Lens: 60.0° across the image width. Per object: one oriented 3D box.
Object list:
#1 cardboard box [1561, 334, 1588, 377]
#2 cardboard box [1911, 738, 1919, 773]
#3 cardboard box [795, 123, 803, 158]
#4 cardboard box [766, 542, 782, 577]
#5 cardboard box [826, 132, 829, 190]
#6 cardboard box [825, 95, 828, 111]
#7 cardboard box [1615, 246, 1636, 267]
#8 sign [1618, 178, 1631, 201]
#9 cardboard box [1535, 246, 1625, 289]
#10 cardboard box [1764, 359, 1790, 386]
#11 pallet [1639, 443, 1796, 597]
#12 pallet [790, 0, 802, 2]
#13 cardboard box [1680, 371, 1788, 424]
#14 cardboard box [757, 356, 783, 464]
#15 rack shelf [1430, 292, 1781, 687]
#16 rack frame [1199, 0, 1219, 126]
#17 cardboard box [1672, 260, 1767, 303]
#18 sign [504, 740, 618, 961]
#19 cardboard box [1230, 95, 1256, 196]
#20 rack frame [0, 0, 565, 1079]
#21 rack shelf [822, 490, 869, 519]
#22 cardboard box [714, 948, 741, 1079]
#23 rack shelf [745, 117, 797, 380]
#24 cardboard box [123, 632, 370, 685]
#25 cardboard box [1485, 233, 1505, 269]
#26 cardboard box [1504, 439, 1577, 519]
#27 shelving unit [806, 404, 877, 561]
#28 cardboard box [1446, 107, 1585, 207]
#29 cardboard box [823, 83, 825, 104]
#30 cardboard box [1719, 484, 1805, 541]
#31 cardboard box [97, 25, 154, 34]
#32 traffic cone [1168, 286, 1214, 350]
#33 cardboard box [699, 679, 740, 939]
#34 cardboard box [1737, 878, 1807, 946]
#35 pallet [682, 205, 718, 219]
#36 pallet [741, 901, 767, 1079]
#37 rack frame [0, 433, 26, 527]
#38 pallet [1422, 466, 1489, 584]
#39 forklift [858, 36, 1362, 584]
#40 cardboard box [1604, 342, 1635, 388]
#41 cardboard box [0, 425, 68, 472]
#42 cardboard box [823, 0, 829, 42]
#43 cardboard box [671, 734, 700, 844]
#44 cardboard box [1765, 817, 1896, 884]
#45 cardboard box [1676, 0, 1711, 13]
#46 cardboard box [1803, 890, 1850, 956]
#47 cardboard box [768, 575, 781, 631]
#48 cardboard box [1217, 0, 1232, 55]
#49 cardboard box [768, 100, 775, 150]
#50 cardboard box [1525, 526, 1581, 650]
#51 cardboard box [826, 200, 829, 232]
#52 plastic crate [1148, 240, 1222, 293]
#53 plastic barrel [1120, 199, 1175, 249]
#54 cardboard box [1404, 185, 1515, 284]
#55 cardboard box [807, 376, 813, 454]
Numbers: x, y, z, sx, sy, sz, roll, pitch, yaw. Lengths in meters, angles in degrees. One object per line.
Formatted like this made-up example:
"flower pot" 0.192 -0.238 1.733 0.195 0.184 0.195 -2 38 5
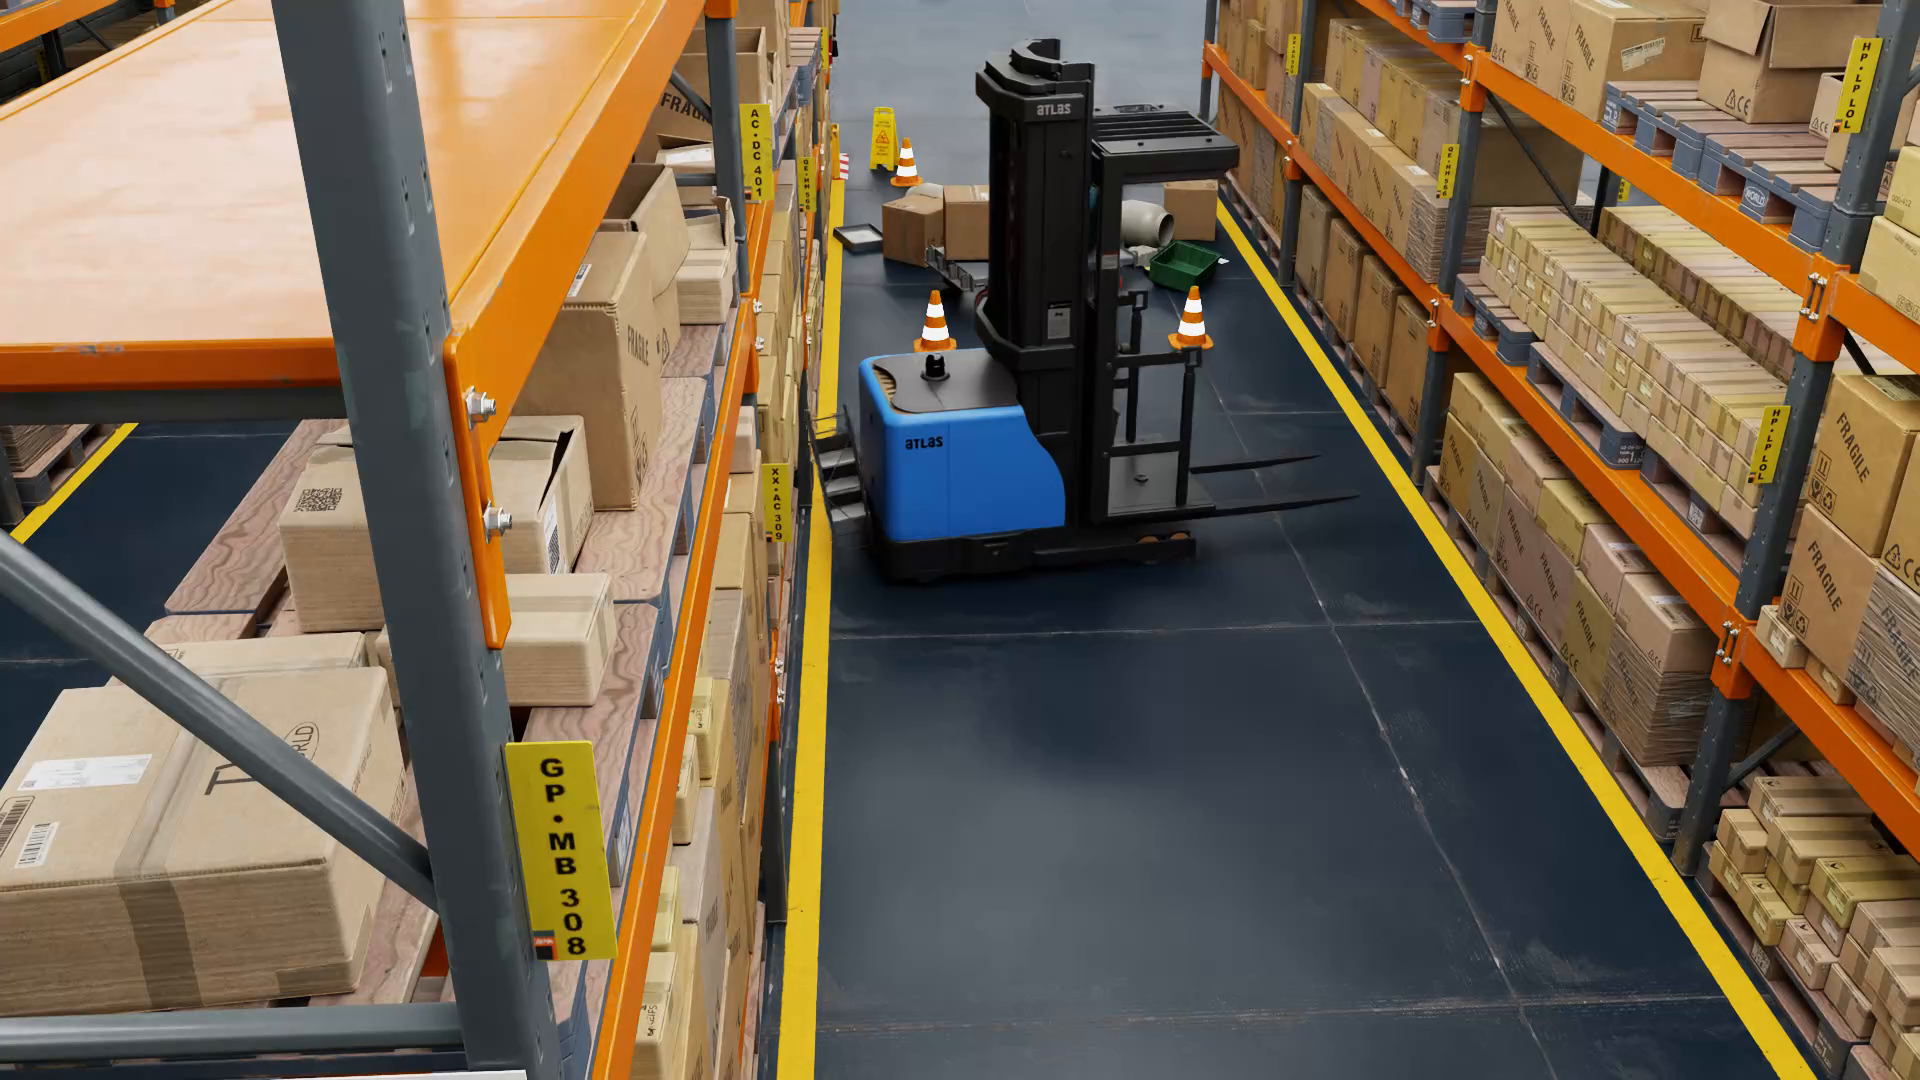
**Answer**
"cardboard box" 3.381 -0.969 8.682 0.380 0.149 0.250 -1 28 -2
"cardboard box" 3.494 0.650 5.331 0.500 0.500 0.500 -2 28 -4
"cardboard box" -1.277 -2.368 10.663 0.500 0.500 0.500 0 28 0
"cardboard box" -0.983 -0.070 6.762 0.500 0.250 0.500 -2 28 -4
"cardboard box" -1.485 -3.464 15.356 0.500 0.500 0.500 0 28 0
"cardboard box" -1.469 -4.186 16.038 0.380 0.149 0.250 -1 28 -2
"cardboard box" 3.984 -1.584 9.540 0.380 0.149 0.250 0 28 -1
"sign" 4.029 -2.214 10.084 0.100 0.325 0.005 -1 28 -3
"cardboard box" 3.357 -1.479 9.016 0.380 0.149 0.250 -3 28 -5
"cardboard box" 4.076 -0.754 7.948 0.380 0.149 0.250 0 28 -1
"pallet" 3.802 -0.142 7.486 1.003 0.211 1.213 -1 28 -3
"pallet" -1.676 -3.879 11.403 1.213 0.211 1.003 -1 28 -3
"cardboard box" 3.454 -0.633 7.395 0.380 0.149 0.250 -2 28 -4
"cardboard box" -0.977 -0.402 6.588 0.500 0.500 0.500 -1 28 -2
"rack shelf" 3.592 -0.475 8.696 1.077 0.370 4.000 -1 28 -3
"rack frame" 3.070 -5.412 17.384 1.000 3.000 0.127 -1 28 -3
"cardboard box" 4.020 -1.370 8.806 0.380 0.149 0.250 -1 28 -3
"sign" -0.478 0.379 2.004 0.100 0.325 0.005 -1 28 -3
"cardboard box" 3.219 -3.939 16.402 0.875 0.875 0.875 -2 28 -3
"rack frame" -1.036 -0.517 1.511 0.949 2.616 0.053 -1 28 -3
"rack shelf" -0.683 -0.228 9.940 0.258 0.077 0.200 -12 27 -5
"cardboard box" -0.834 1.402 4.211 0.500 0.500 0.500 -2 28 -3
"rack shelf" -1.346 -1.639 7.683 1.077 0.370 4.000 -1 28 -3
"cardboard box" -1.248 0.296 2.904 0.380 0.149 0.250 -3 28 -7
"cardboard box" 3.313 -1.697 9.755 0.380 0.149 0.250 0 28 0
"cardboard box" 3.322 -0.341 9.098 0.500 0.250 0.500 -1 28 -2
"shelving unit" -0.702 -0.336 9.884 0.258 0.900 0.210 -12 27 -5
"cardboard box" 3.474 -2.413 10.444 0.700 0.500 0.500 -2 28 -3
"cardboard box" -1.413 -4.032 15.008 0.380 0.149 0.250 -1 28 -2
"cardboard box" 3.478 -0.124 7.062 0.380 0.149 0.250 -2 28 -4
"cardboard box" -7.009 -4.234 13.994 0.380 0.149 0.250 -2 28 -4
"traffic cone" 1.841 -1.785 13.171 0.336 0.463 0.334 -1 28 -3
"cardboard box" -0.869 0.720 4.436 0.500 0.500 0.500 -1 28 -2
"cardboard box" 3.409 1.506 6.748 0.380 0.149 0.250 -1 28 -1
"pallet" -1.338 -1.372 6.600 0.805 0.209 1.217 -2 28 -5
"pallet" -1.280 1.885 6.408 1.003 0.211 1.213 -1 28 -3
"rack frame" -6.407 -1.430 9.748 1.000 3.000 0.127 -1 28 -3
"pallet" 3.527 -0.121 10.253 1.003 0.211 1.213 -1 28 -3
"forklift" 0.946 -1.385 9.735 3.031 2.935 1.130 -6 28 -11
"cardboard box" 3.406 -0.865 8.161 0.380 0.149 0.250 -1 28 -2
"cardboard box" -6.426 -0.852 10.753 0.875 0.625 0.625 -1 28 -1
"cardboard box" -1.470 -4.463 14.053 0.700 0.500 0.500 -1 28 -2
"cardboard box" -0.828 0.597 3.970 0.380 0.149 0.250 -1 28 -2
"cardboard box" 3.463 1.236 6.622 0.380 0.149 0.250 0 28 0
"cardboard box" 3.833 -2.373 8.205 0.500 0.500 0.500 -1 28 -3
"cardboard box" 3.548 1.477 6.482 0.380 0.149 0.250 -2 28 -3
"cardboard box" -1.001 0.152 6.876 0.500 0.250 0.500 -2 28 -4
"cardboard box" 3.135 -5.309 17.023 0.875 0.550 0.550 -1 28 -3
"cardboard box" -0.958 -1.710 6.840 0.380 0.166 0.250 -3 28 -6
"cardboard box" 3.358 0.242 8.792 0.500 0.500 0.500 -2 28 -4
"cardboard box" -1.459 -2.891 15.069 0.500 0.250 0.500 0 28 0
"plastic crate" 1.962 -2.393 14.572 0.450 0.188 0.662 22 34 18
"plastic barrel" 1.688 -2.910 15.371 0.512 0.421 0.421 19 33 32
"cardboard box" 3.196 -1.964 10.663 0.500 0.500 0.500 -1 28 -3
"cardboard box" -1.470 -0.834 10.993 0.950 0.372 0.625 -3 28 -6
